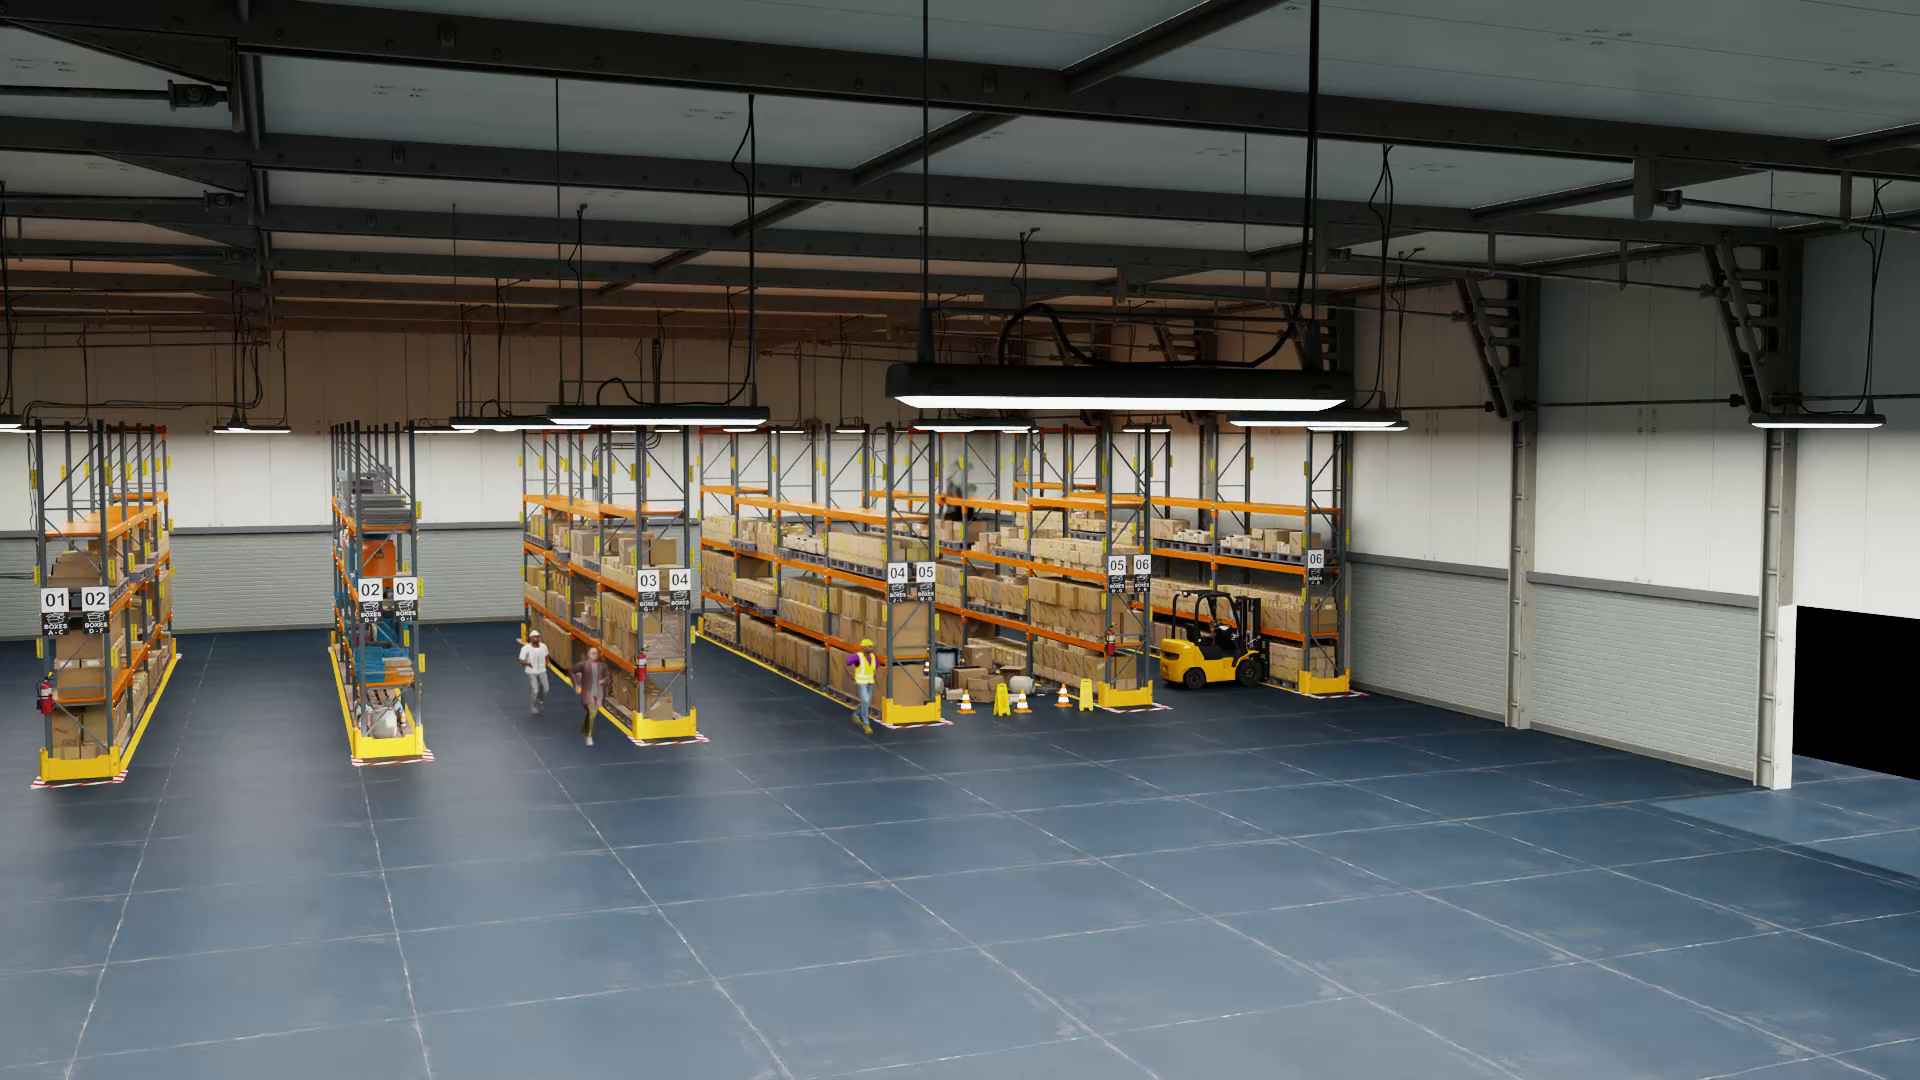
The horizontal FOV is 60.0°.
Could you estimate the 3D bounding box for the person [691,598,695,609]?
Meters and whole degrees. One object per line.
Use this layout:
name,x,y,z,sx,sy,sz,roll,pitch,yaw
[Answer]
person,-7.444,2.112,44.792,0.582,1.698,0.812,-1,4,-17

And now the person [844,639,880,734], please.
person,-1.825,2.816,32.399,0.708,1.772,0.967,-3,5,-43

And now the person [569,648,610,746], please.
person,-6.884,2.924,31.046,0.683,1.837,0.788,-3,4,-37

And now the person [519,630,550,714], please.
person,-8.673,2.718,34.127,0.688,1.721,0.582,-2,4,-34
